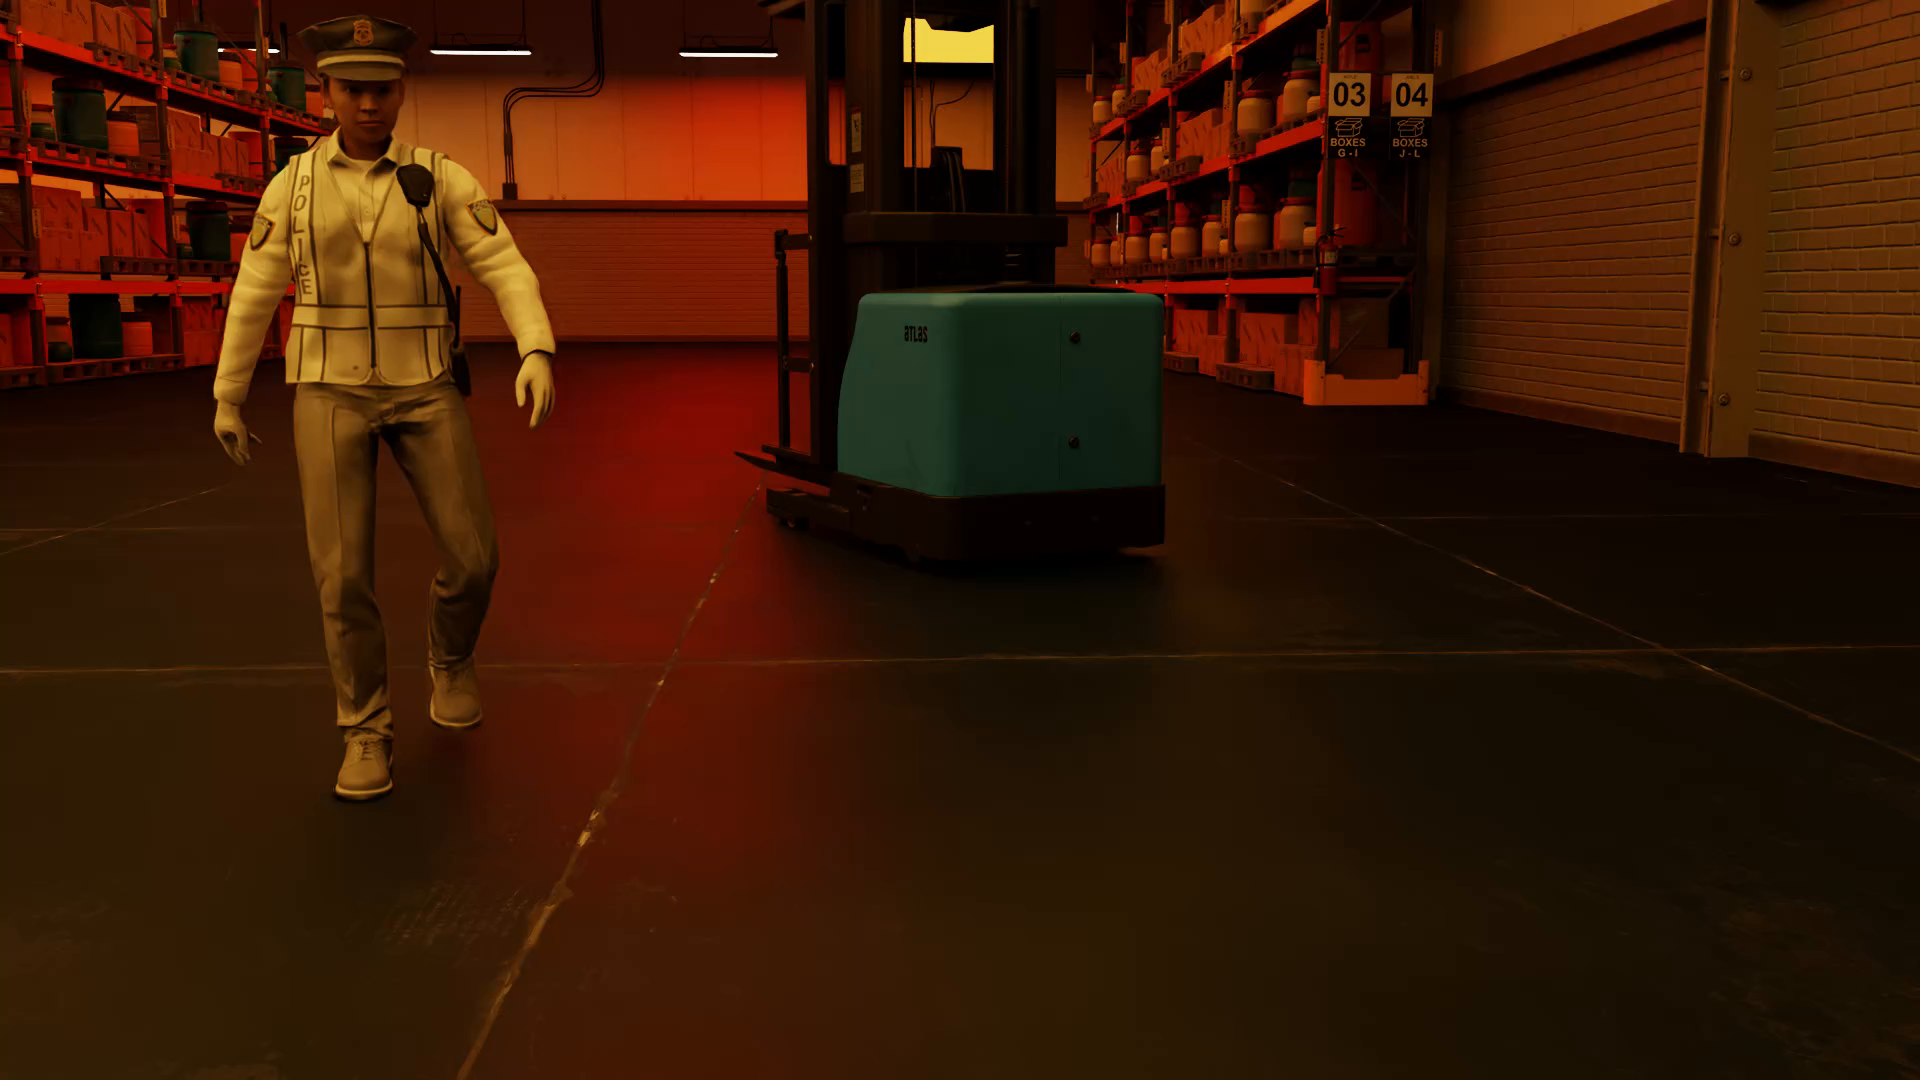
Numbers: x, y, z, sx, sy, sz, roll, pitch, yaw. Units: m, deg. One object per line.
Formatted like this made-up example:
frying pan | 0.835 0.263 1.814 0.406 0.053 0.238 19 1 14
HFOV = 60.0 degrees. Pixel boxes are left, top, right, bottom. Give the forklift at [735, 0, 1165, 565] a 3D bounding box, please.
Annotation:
forklift | -0.264 -1.530 7.637 1.130 2.935 3.031 -4 9 -25

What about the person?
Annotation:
person | -1.279 -0.293 3.693 0.721 1.651 0.555 -3 9 -18
